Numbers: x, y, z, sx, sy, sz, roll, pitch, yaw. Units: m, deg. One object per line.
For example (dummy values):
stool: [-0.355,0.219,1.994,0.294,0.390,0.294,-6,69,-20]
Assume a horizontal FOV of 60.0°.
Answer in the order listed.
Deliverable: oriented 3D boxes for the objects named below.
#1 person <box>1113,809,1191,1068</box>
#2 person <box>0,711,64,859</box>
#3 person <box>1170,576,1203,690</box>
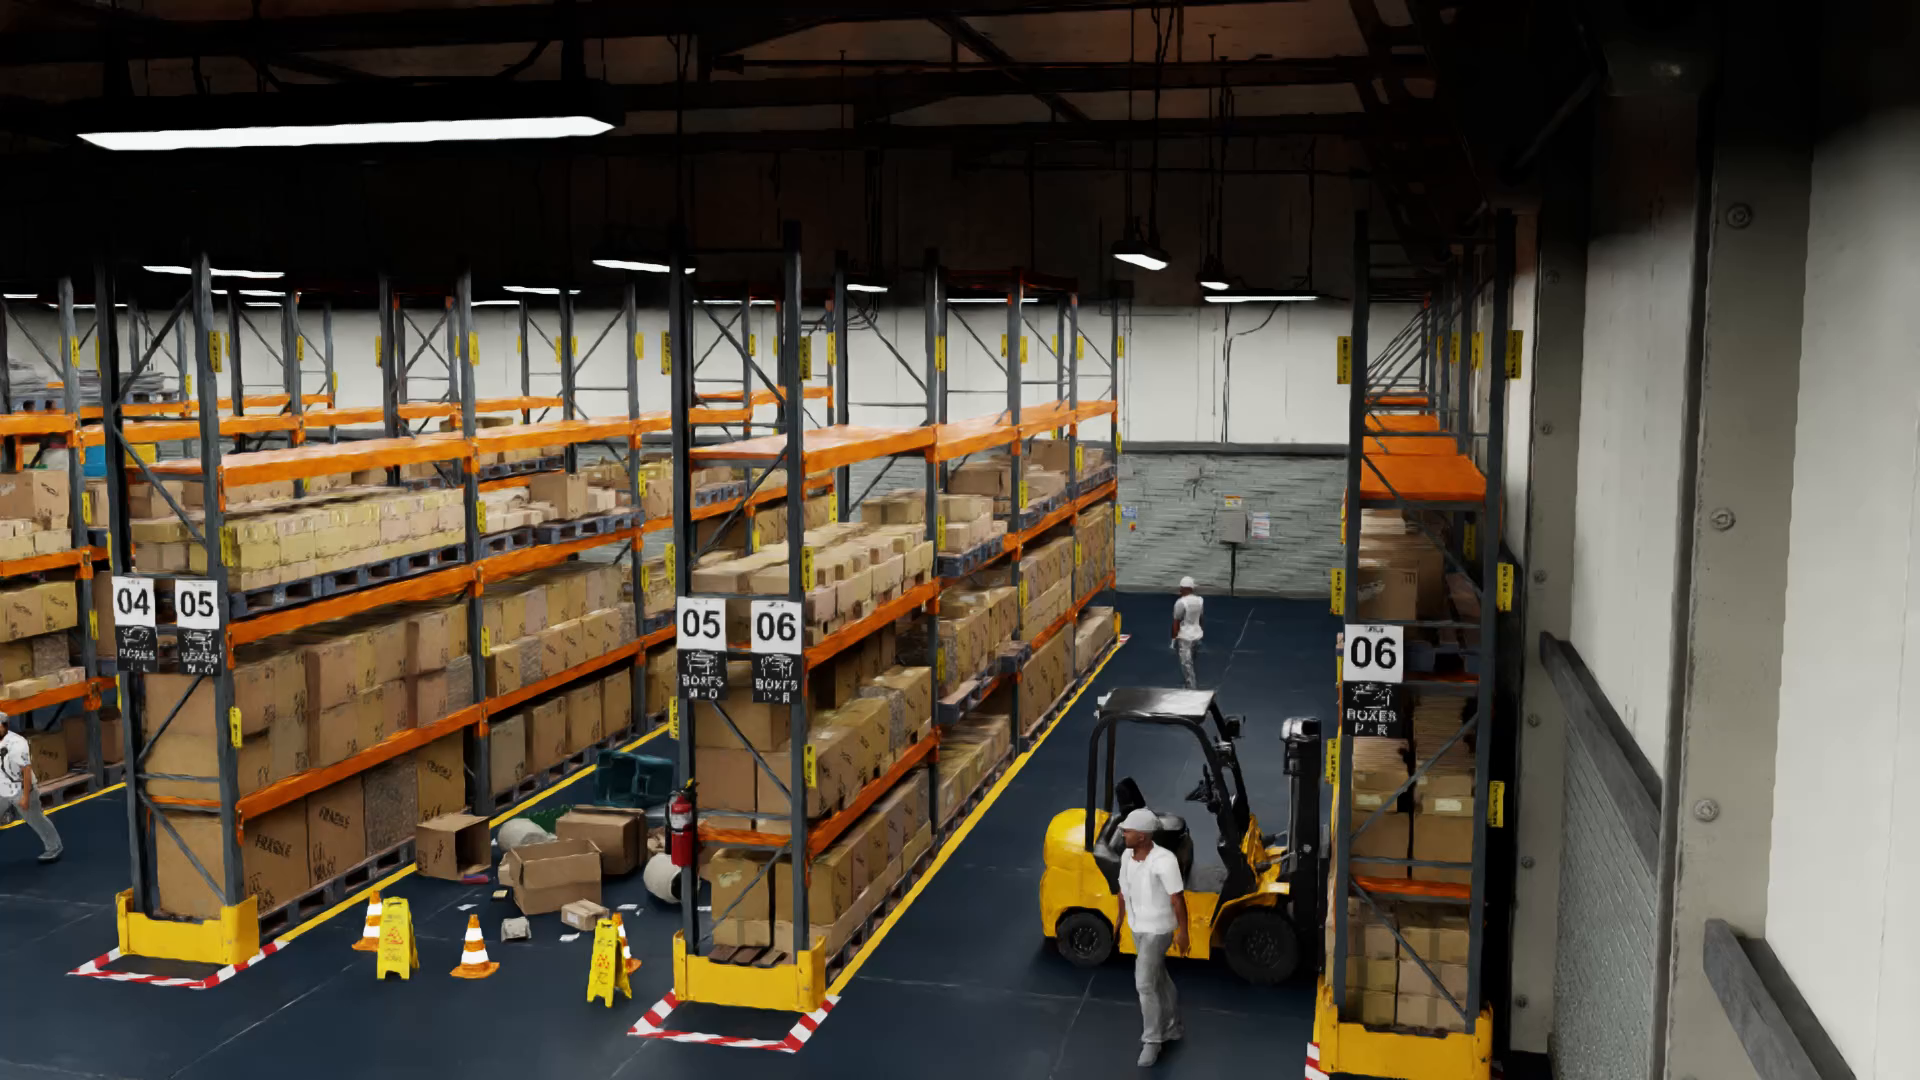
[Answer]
person: [1.403,2.832,12.108,0.528,1.785,0.645,-3,8,-23]
person: [-9.180,2.412,16.058,0.482,1.579,1.082,1,7,12]
person: [3.198,1.390,23.614,0.584,1.782,0.665,6,9,40]
